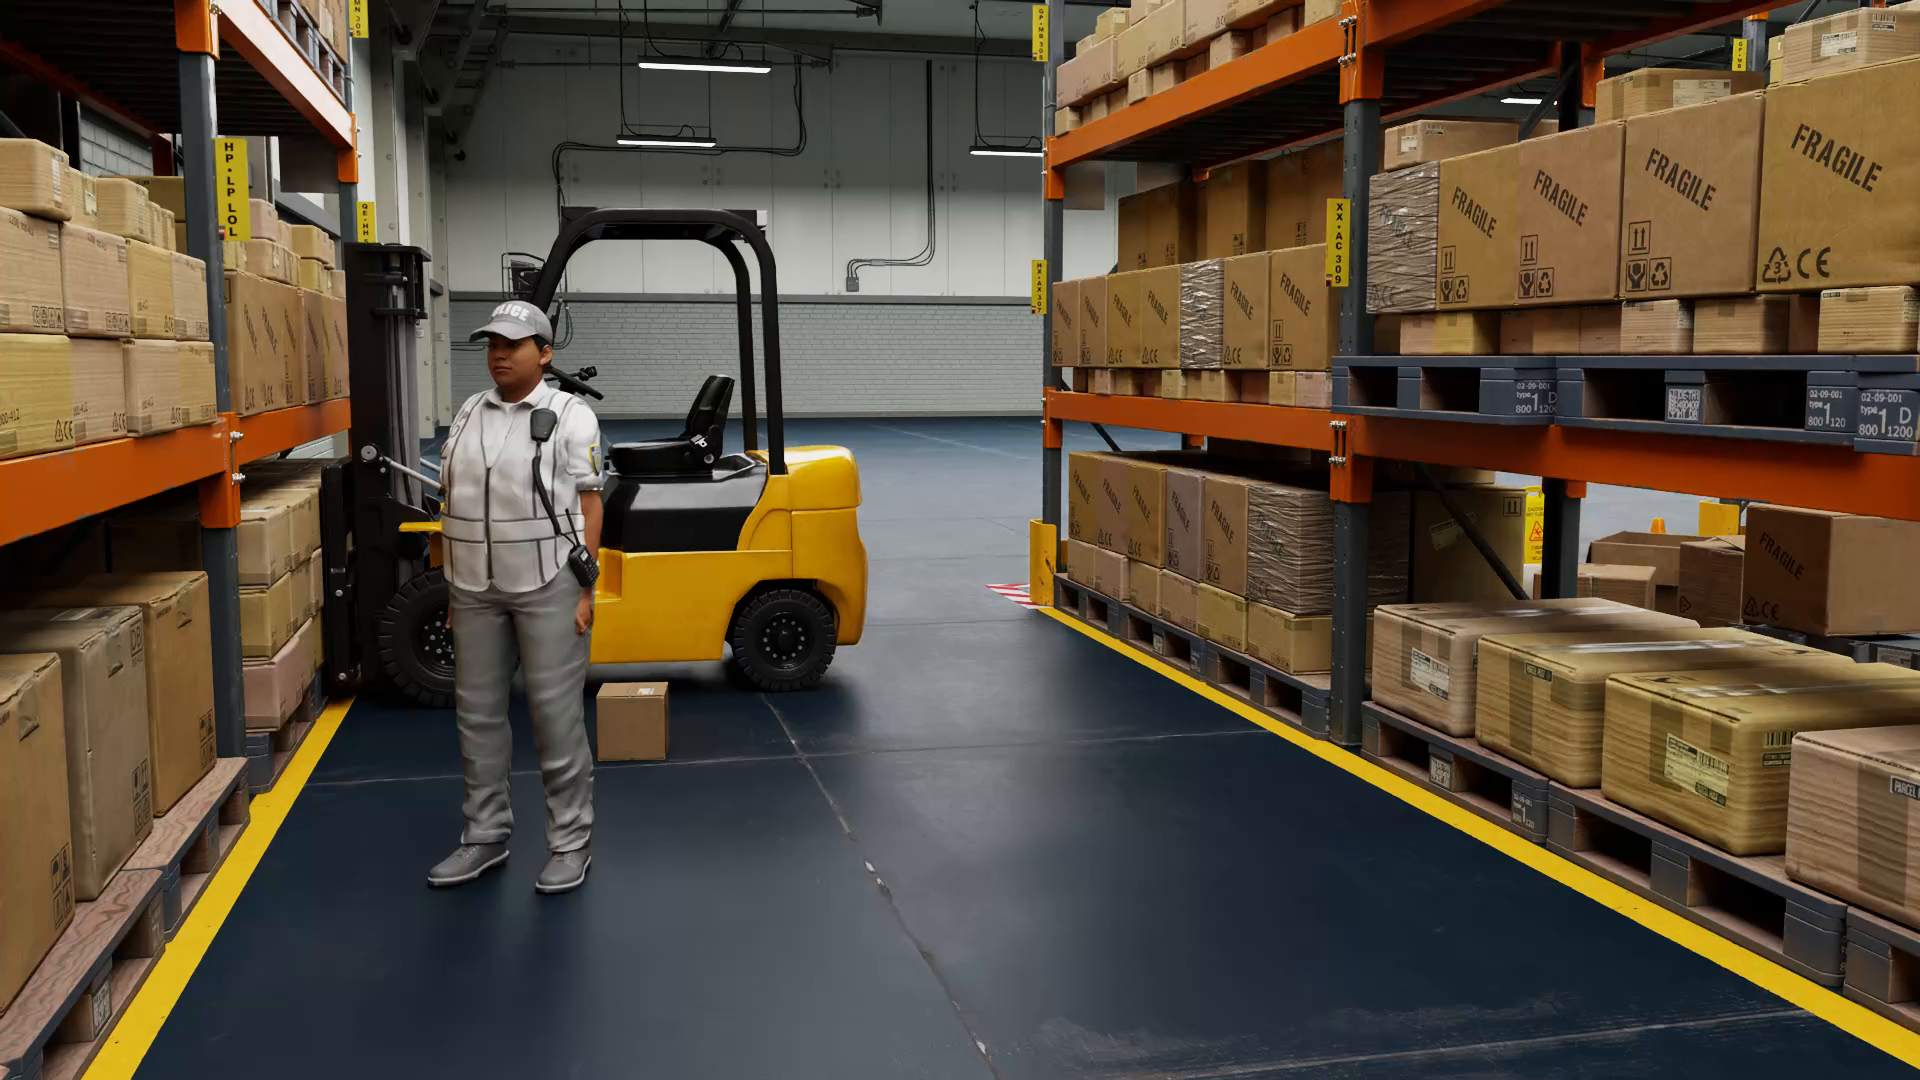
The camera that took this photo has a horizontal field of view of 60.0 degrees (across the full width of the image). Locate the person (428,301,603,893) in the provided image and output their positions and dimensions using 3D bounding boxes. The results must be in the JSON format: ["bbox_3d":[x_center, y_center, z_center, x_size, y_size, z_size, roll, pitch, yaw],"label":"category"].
[{"bbox_3d":[-1.272,0.153,4.781,0.481,1.667,0.388,1,6,10],"label":"person"}]
